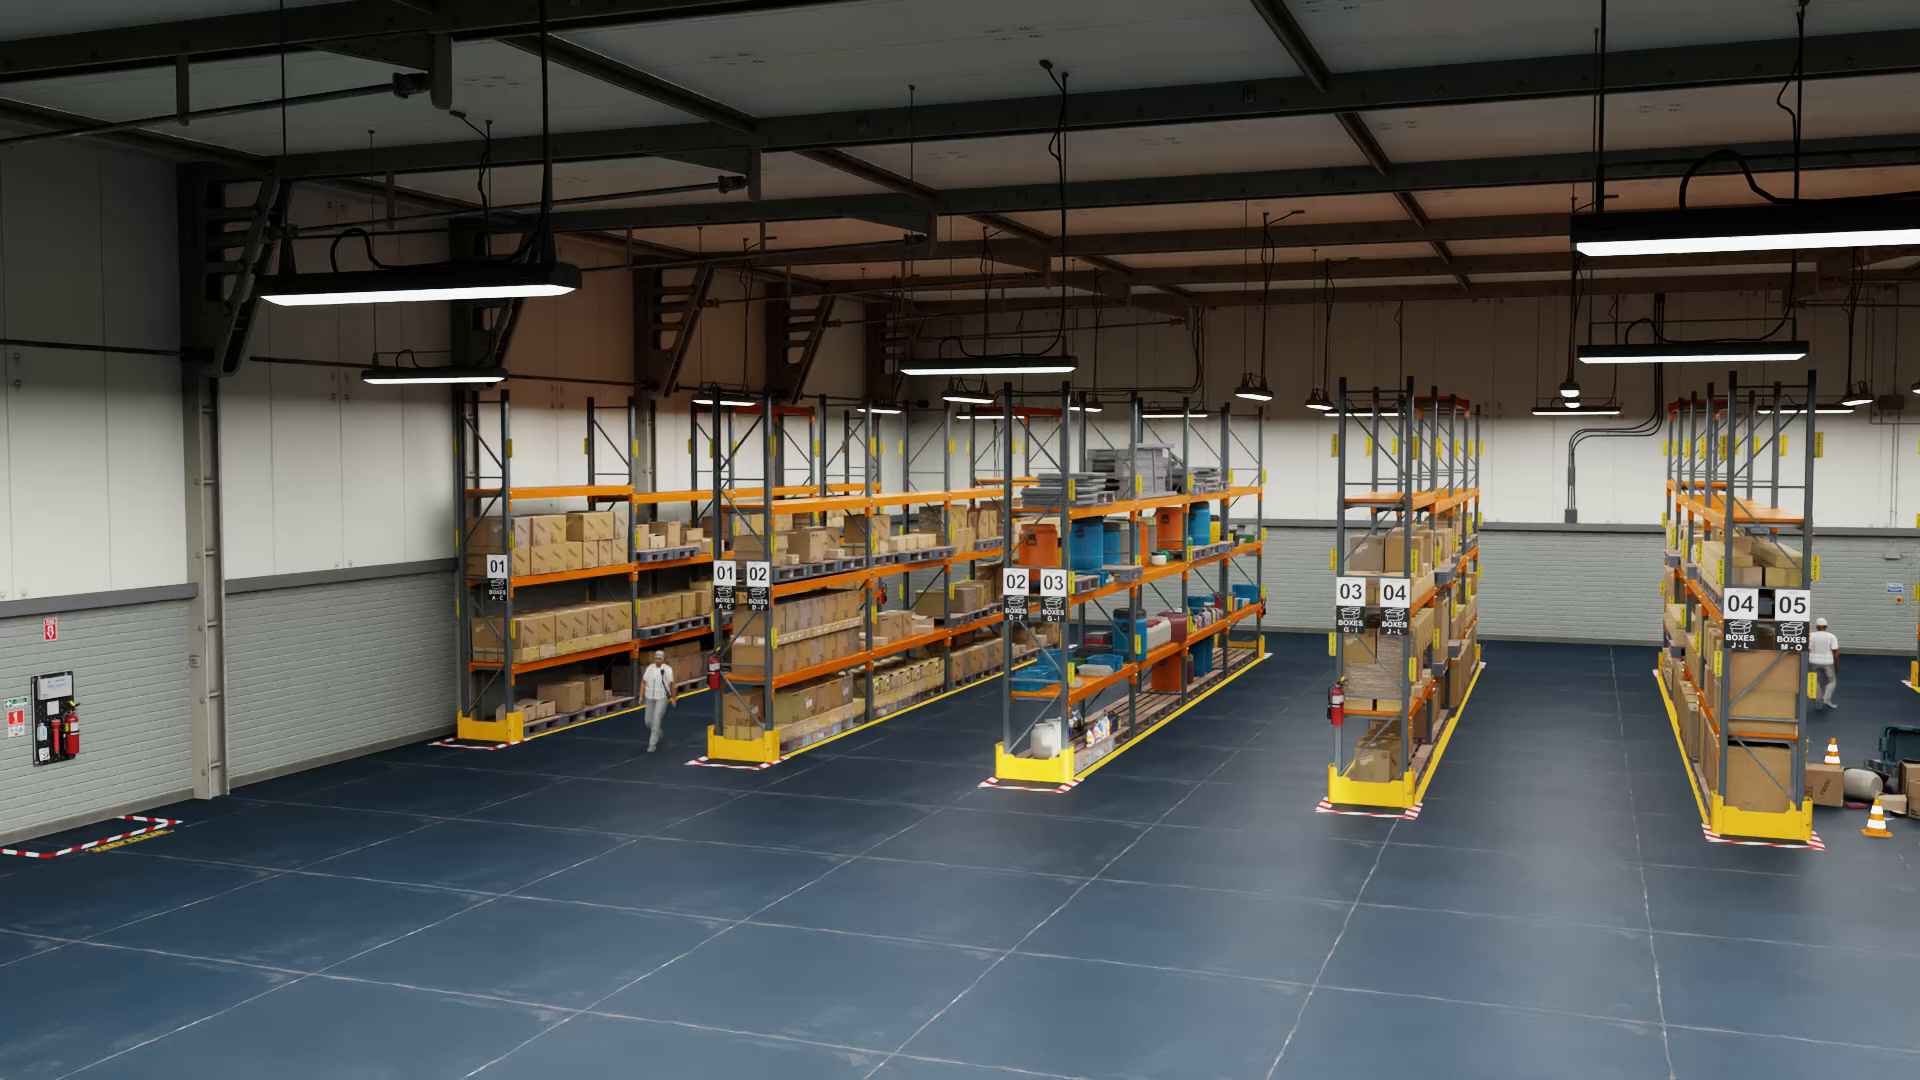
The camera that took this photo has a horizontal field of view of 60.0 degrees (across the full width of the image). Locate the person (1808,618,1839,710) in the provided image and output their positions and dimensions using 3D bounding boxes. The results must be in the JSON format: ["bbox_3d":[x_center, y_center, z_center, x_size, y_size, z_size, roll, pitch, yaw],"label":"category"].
[{"bbox_3d":[16.475,2.375,31.809,0.597,1.767,0.537,2,4,33],"label":"person"}]

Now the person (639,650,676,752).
[{"bbox_3d":[-5.059,2.667,27.823,0.559,1.655,0.791,0,3,9],"label":"person"}]

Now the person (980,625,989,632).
[{"bbox_3d":[0.550,1.722,44.458,0.726,1.685,0.657,2,4,30],"label":"person"}]
